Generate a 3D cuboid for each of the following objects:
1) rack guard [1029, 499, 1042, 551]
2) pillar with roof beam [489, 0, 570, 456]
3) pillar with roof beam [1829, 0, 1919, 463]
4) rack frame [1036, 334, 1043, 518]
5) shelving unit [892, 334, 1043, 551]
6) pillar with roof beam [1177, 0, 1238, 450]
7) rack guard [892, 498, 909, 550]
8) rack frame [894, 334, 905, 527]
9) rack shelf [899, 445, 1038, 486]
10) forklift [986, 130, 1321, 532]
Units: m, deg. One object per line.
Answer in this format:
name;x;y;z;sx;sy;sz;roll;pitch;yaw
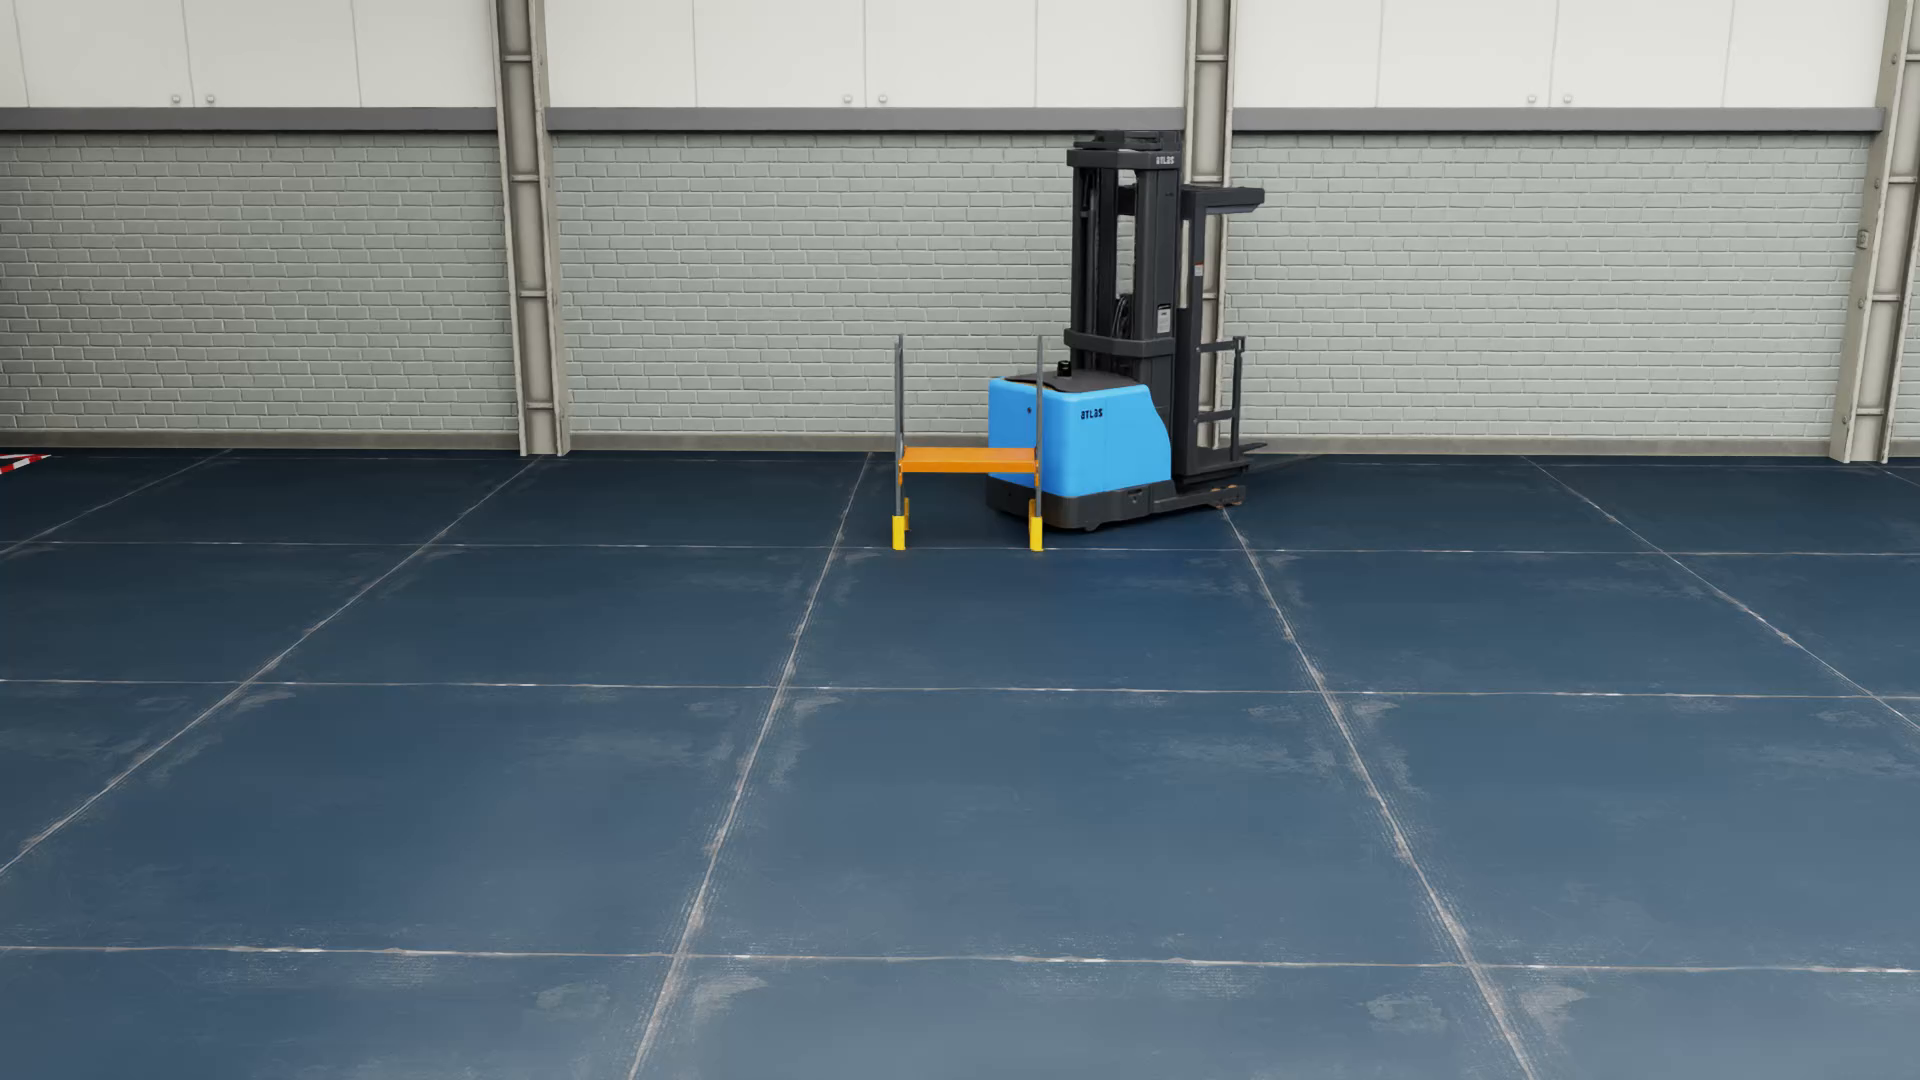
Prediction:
rack guard;0.557;-0.113;12.280;0.087;0.250;0.587;0;15;2
pillar with roof beam;-3.949;-4.064;10.106;0.400;9.000;9.100;0;15;1
pillar with roof beam;8.047;-3.986;9.809;0.400;9.000;9.100;0;15;1
rack frame;0.577;-0.718;12.120;0.032;1.500;0.500;0;15;2
shelving unit;0.060;-0.722;12.136;1.083;1.500;0.587;0;15;2
pillar with roof beam;2.049;-4.025;9.957;0.400;9.000;9.100;0;15;1
rack guard;-0.438;-0.121;12.310;0.087;0.250;0.587;0;15;2
rack frame;-0.439;-0.726;12.151;0.032;1.500;0.500;0;15;2
rack shelf;0.069;-0.548;12.181;1.000;0.185;0.538;0;15;2
forklift;1.685;-1.760;13.266;3.031;2.935;1.130;-11;18;-36
